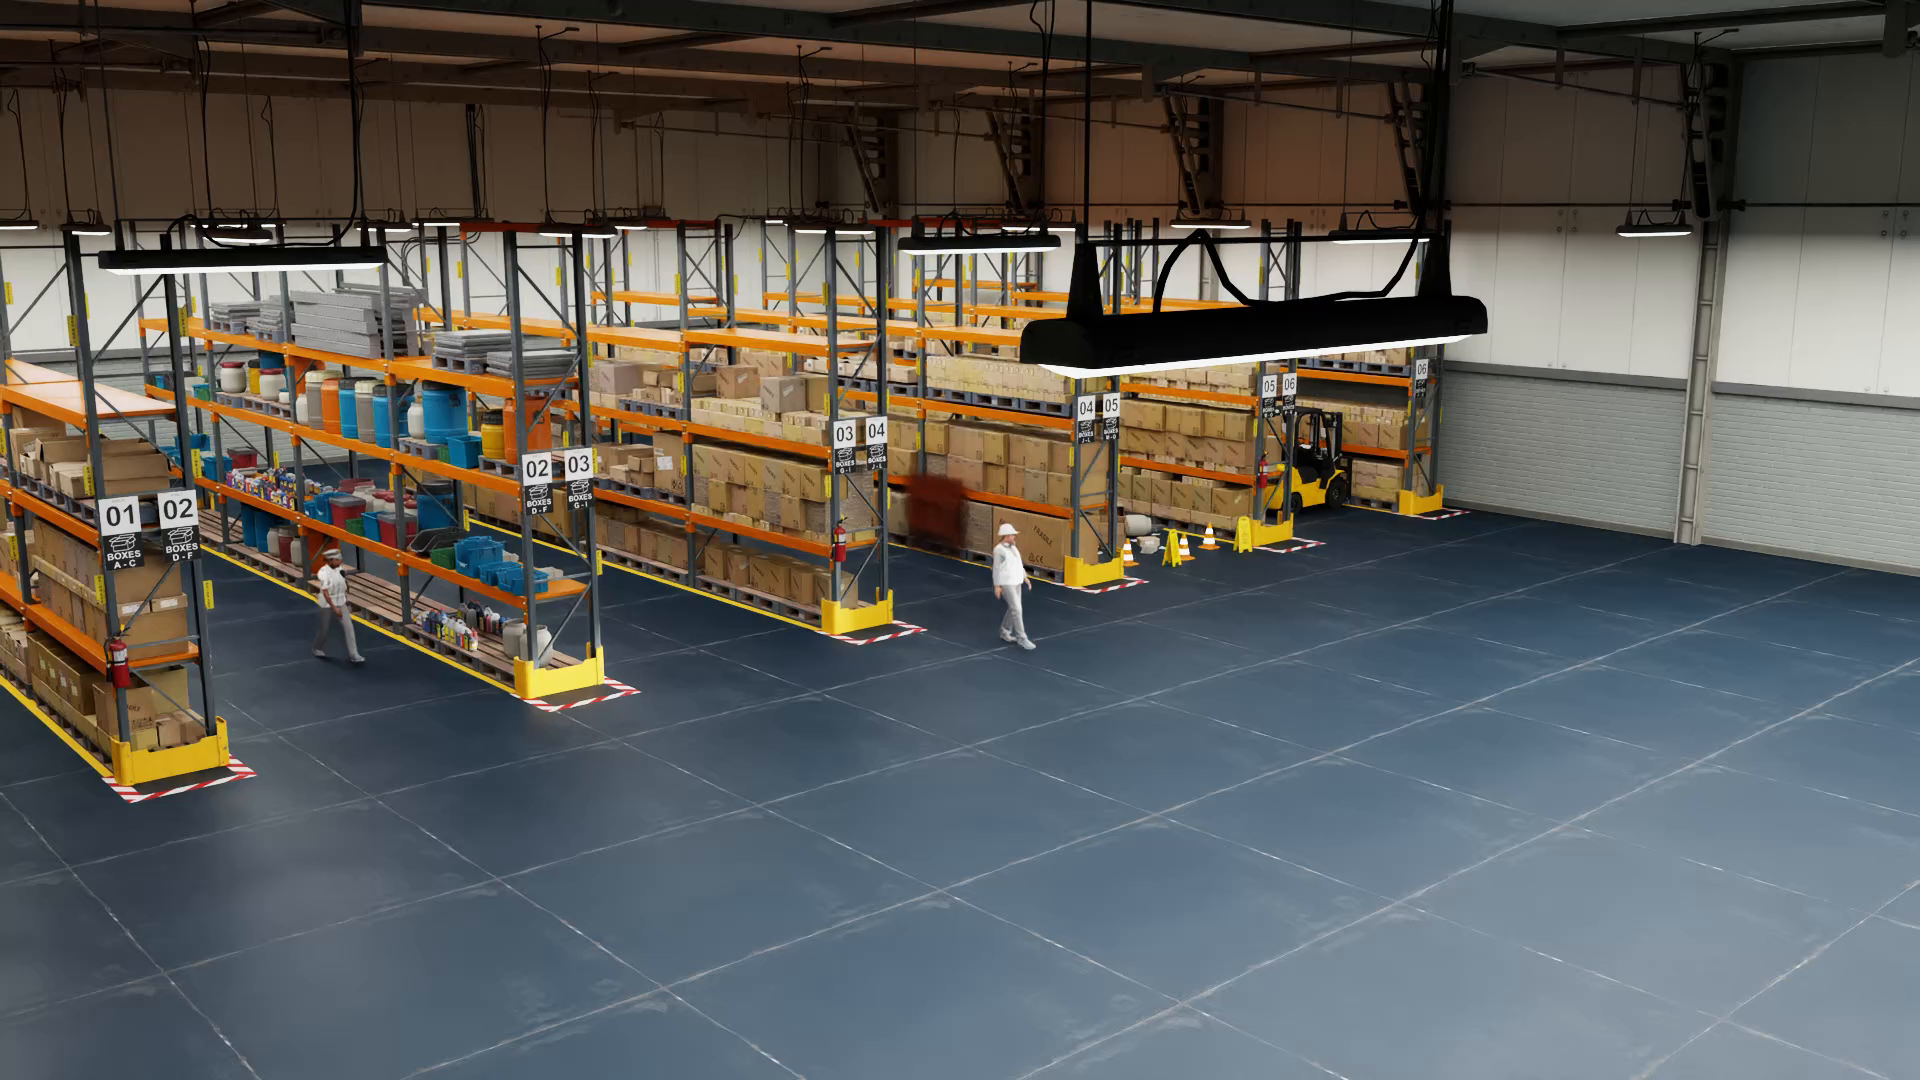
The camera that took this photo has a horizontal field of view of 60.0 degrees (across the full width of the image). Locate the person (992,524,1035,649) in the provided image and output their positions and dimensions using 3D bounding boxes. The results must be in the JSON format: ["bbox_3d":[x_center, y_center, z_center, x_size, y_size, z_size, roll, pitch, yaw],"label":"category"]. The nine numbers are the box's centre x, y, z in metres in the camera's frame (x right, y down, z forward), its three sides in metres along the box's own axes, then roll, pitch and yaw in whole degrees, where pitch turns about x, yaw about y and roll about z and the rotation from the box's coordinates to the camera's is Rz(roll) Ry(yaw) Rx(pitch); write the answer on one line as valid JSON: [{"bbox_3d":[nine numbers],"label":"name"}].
[{"bbox_3d":[0.846,0.665,24.220,0.750,1.775,0.570,7,14,32],"label":"person"}]

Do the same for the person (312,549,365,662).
[{"bbox_3d":[-8.742,0.904,23.306,1.068,1.582,0.439,8,14,35],"label":"person"}]
